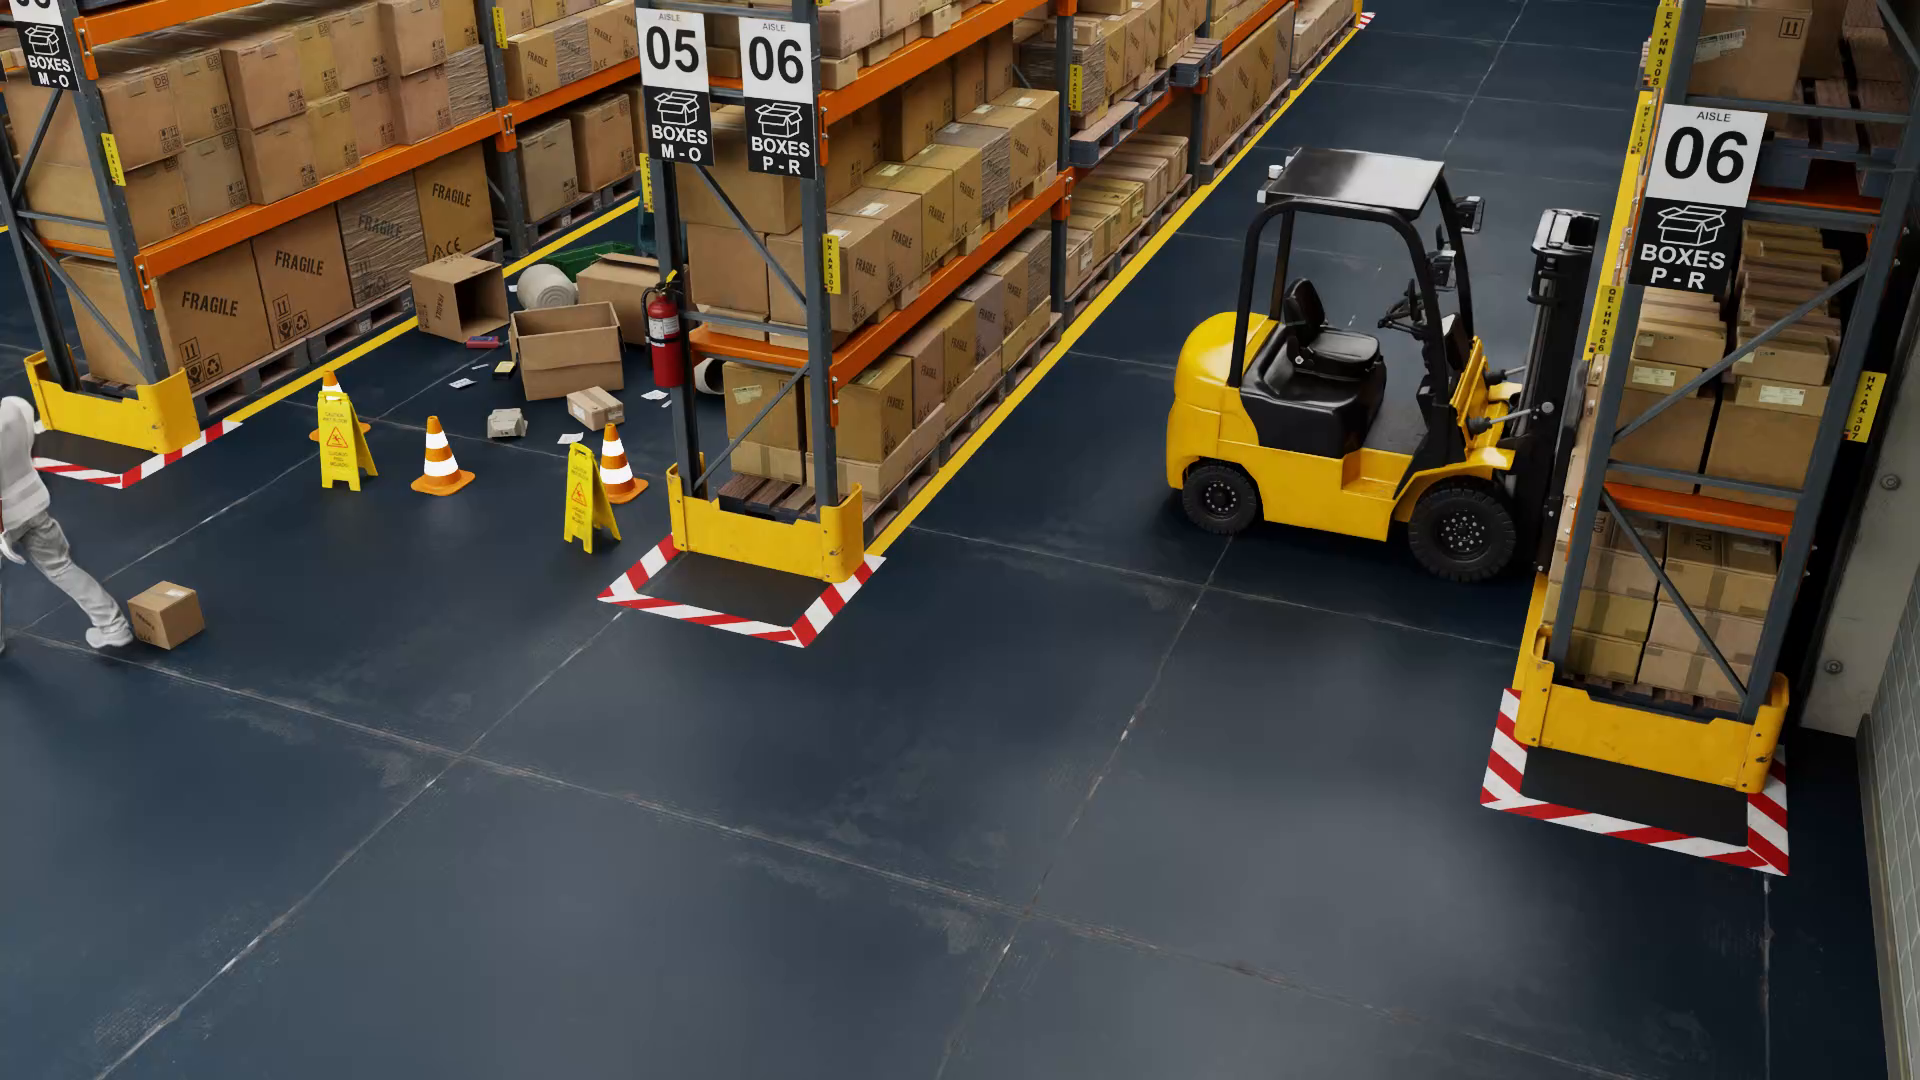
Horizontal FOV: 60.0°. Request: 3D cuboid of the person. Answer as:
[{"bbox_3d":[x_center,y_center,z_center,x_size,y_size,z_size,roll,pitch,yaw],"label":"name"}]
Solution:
[{"bbox_3d":[-4.987,-0.162,8.672,1.038,1.742,0.551,8,30,14],"label":"person"}]
